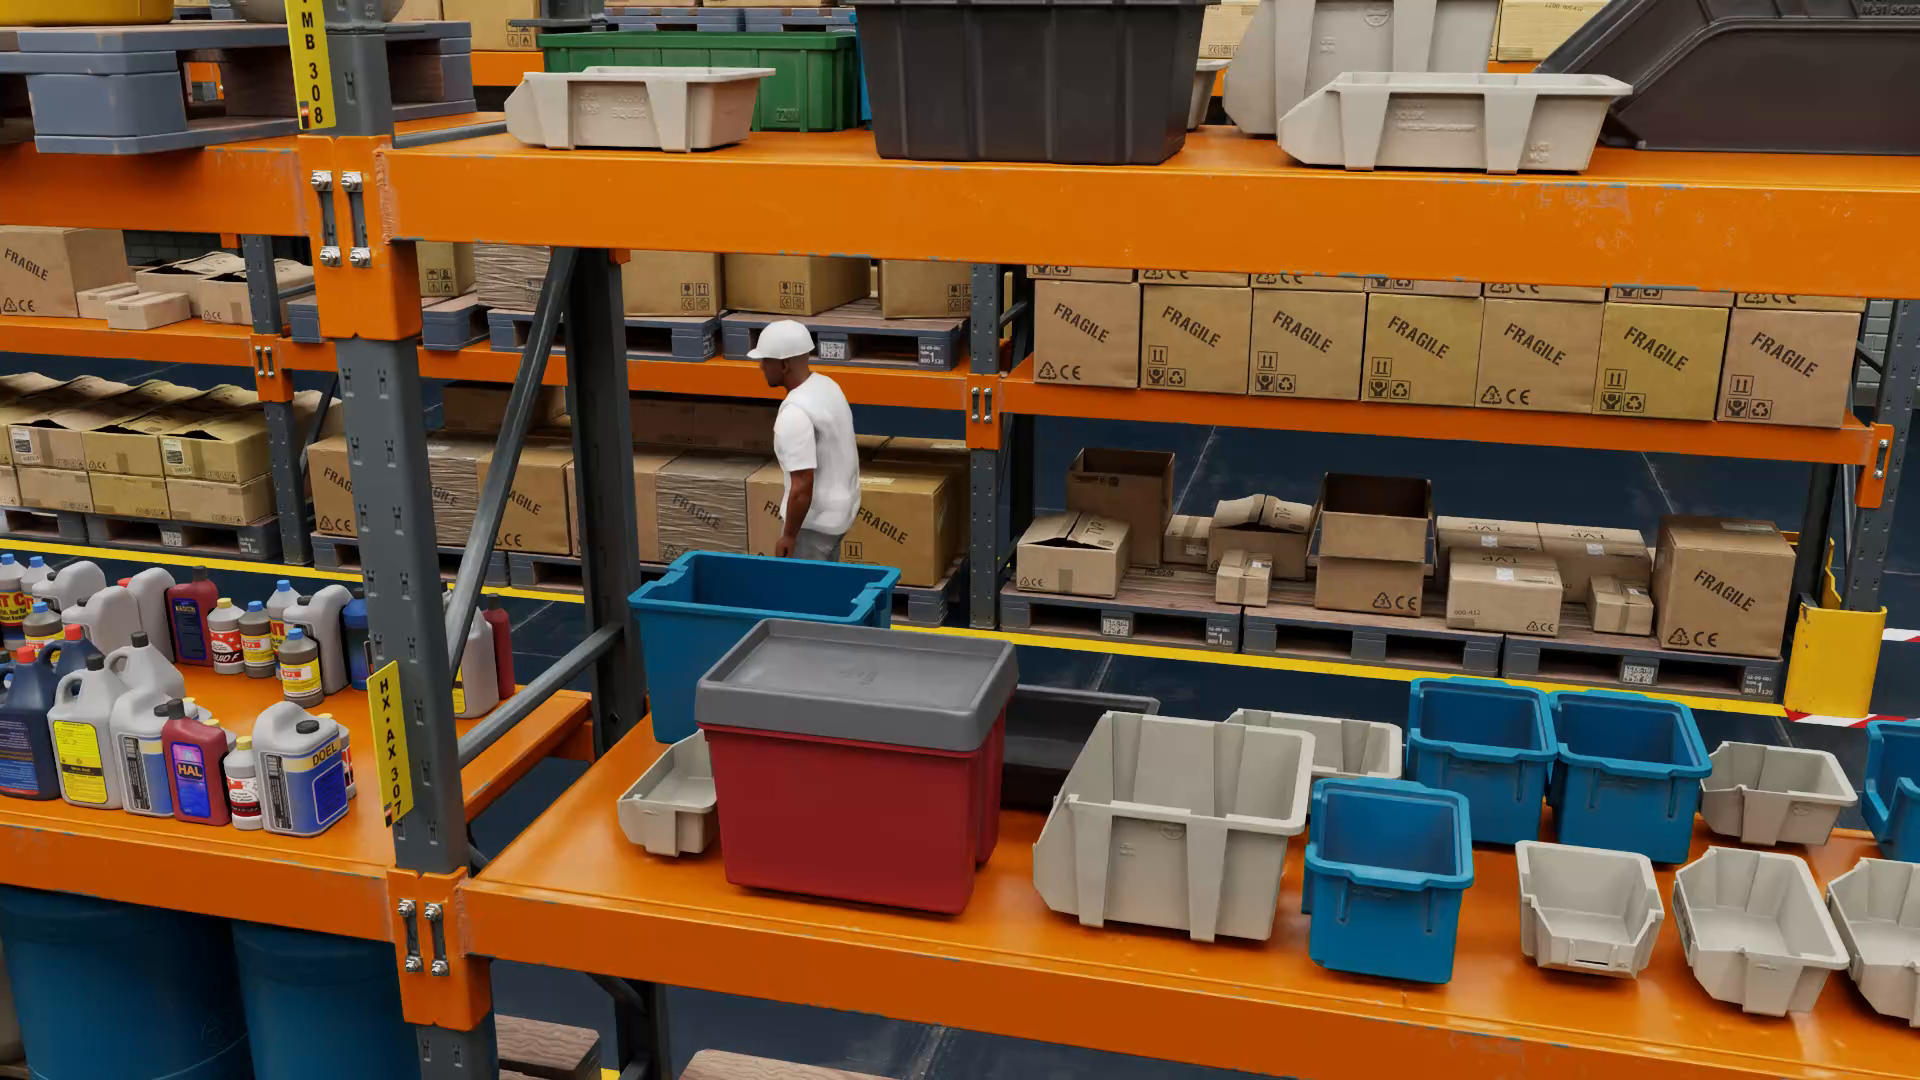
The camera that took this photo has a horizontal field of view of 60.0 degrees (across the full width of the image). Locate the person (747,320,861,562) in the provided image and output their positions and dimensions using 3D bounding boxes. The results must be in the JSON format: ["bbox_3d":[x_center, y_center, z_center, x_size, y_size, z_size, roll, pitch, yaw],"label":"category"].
[{"bbox_3d":[-0.677,-0.101,7.339,0.460,1.759,0.629,4,19,11],"label":"person"}]
